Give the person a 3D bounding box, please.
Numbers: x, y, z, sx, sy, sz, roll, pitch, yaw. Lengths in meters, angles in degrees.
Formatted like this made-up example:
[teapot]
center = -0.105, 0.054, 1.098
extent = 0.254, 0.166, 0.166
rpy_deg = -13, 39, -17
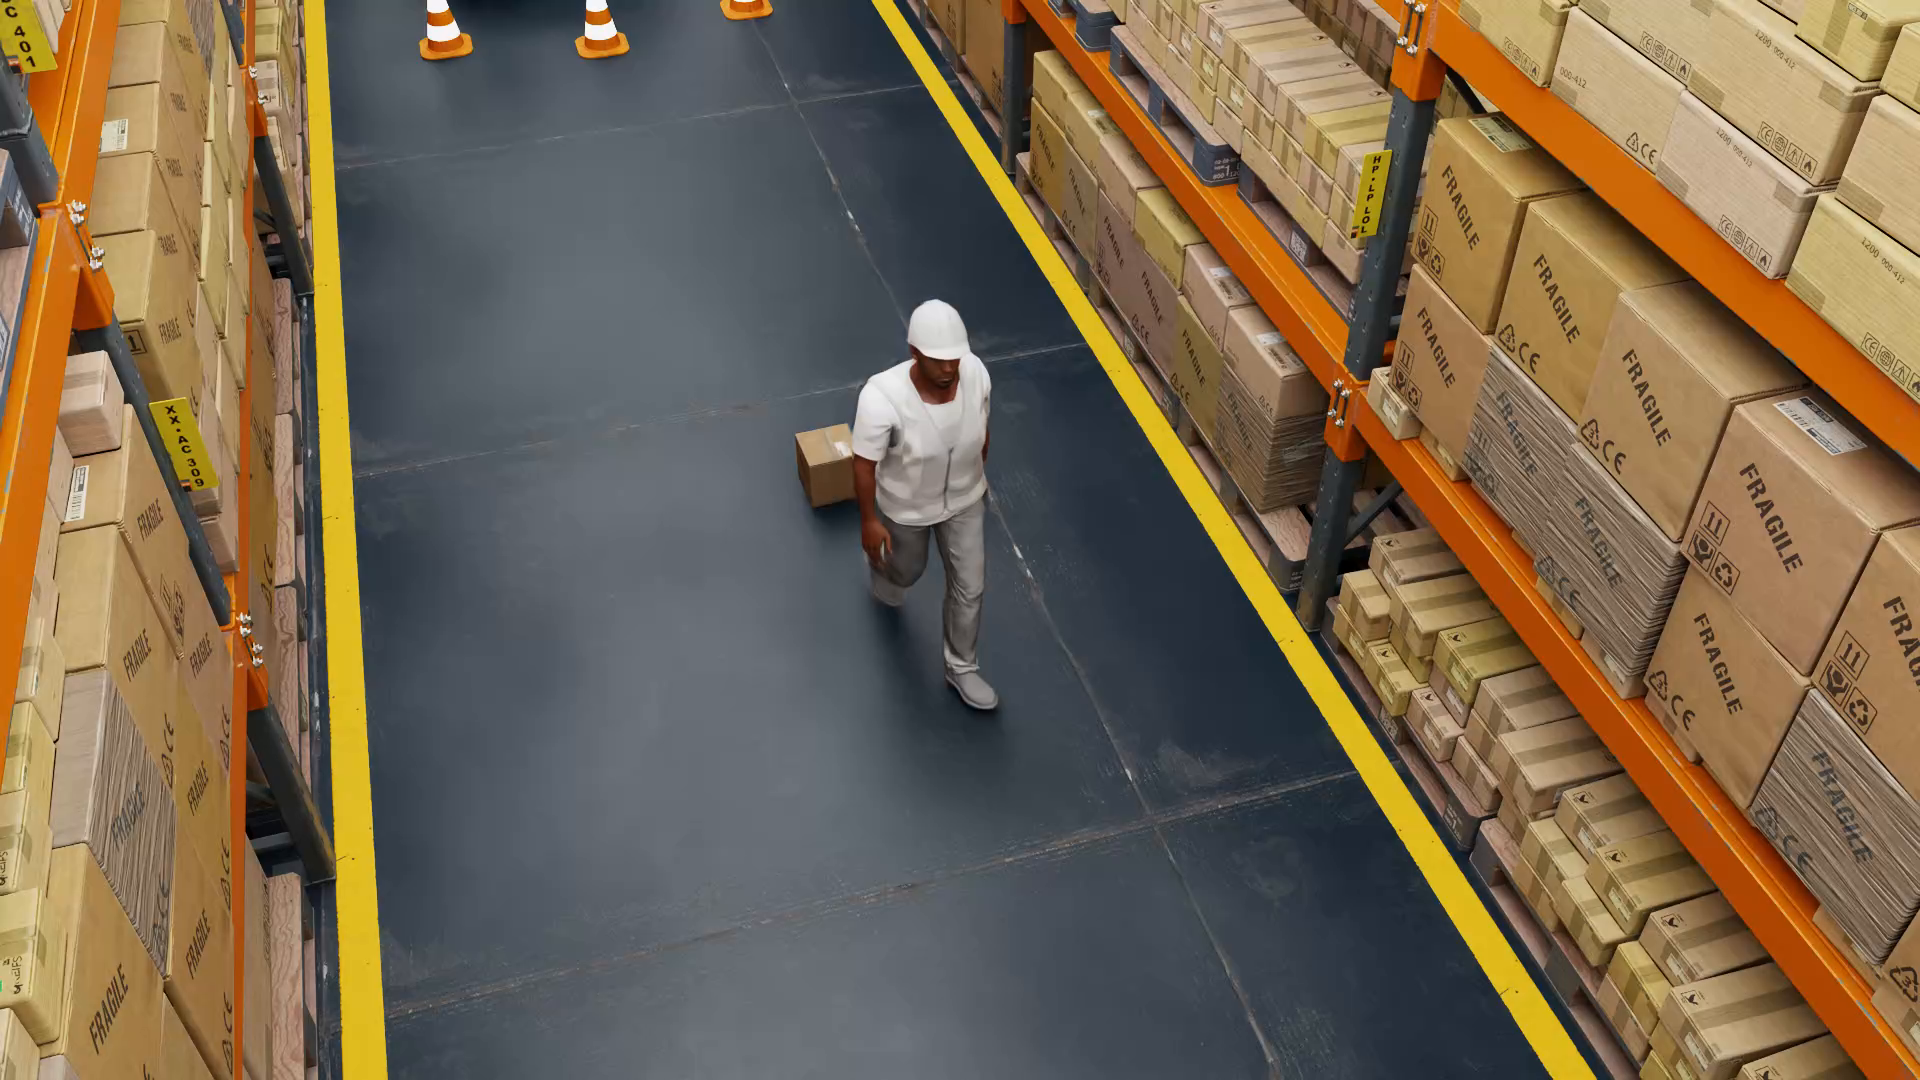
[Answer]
[person]
center = -0.138, -0.185, 6.344
extent = 0.584, 1.741, 0.904
rpy_deg = -17, 45, -18
